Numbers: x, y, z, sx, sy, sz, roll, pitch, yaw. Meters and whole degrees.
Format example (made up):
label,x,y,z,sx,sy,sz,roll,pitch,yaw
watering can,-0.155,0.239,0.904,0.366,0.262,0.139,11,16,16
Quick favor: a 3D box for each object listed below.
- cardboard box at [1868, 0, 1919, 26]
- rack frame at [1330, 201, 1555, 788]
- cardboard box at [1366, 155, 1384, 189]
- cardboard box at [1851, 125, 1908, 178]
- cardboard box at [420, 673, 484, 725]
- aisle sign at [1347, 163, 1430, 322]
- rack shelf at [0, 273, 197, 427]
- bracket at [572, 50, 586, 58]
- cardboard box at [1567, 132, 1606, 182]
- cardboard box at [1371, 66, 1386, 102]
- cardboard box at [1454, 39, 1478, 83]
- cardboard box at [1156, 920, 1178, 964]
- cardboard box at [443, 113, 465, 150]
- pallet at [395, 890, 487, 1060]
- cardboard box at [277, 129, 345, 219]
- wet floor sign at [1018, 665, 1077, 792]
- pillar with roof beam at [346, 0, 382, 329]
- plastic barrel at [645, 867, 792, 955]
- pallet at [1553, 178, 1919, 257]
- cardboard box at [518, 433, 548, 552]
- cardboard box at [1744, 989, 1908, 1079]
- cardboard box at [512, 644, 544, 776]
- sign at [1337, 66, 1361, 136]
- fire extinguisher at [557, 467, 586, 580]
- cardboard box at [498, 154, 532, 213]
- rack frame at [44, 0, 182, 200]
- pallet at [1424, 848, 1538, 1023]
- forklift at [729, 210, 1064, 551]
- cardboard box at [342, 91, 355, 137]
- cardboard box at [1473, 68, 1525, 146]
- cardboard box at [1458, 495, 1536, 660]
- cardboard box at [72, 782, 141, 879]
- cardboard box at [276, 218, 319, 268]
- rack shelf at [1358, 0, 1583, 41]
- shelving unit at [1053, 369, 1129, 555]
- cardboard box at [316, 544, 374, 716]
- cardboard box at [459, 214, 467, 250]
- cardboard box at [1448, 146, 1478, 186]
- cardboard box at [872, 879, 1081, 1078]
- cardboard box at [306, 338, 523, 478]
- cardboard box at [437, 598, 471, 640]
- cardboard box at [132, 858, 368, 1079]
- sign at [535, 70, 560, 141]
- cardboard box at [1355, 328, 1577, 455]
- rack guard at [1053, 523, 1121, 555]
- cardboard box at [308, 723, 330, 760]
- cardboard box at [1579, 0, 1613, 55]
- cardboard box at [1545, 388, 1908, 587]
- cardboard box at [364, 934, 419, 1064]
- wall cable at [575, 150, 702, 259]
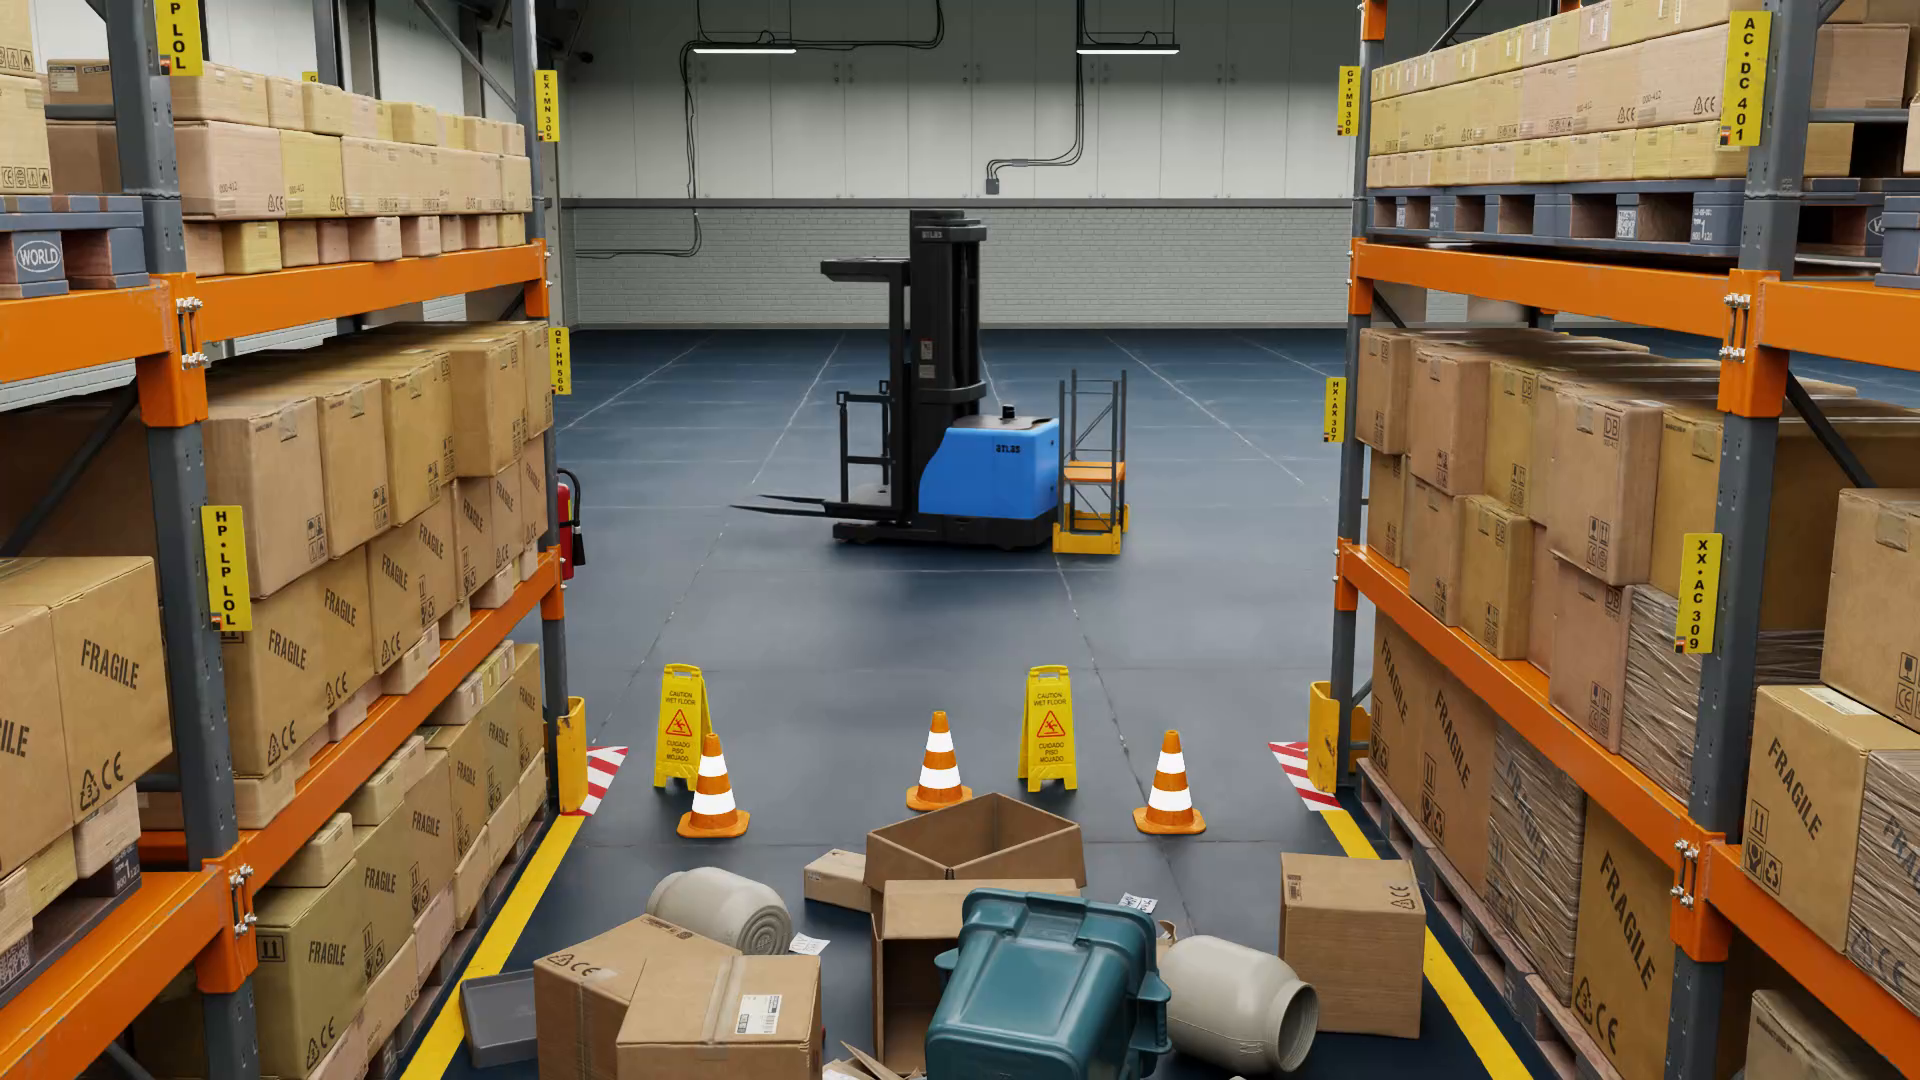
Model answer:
label,x,y,z,sx,sy,sz,roll,pitch,yaw
cardboard box,2.849,-1.513,4.749,0.380,0.149,0.250,0,11,-2
rack frame,2.440,-0.192,8.459,1.000,3.000,0.127,0,11,-1
cardboard box,2.127,-1.724,7.792,0.380,0.149,0.250,0,11,-1
cardboard box,2.848,-1.123,4.832,0.380,0.149,0.250,0,11,-1
cardboard box,-2.149,0.638,6.710,0.380,0.149,0.250,0,11,1
aisle sign,2.139,-1.478,8.264,0.394,0.787,0.004,0,11,-1
rack shelf,-2.383,-0.076,2.154,1.077,0.370,4.000,0,11,-1
bracket,-8.666,-11.093,38.053,0.076,0.066,3.189,0,11,-1
cardboard box,2.178,-1.222,5.316,0.380,0.149,0.250,0,11,-1
cardboard box,2.129,-2.116,7.721,0.380,0.149,0.250,0,11,-1
cardboard box,2.154,-1.864,6.476,0.380,0.149,0.250,0,11,-2
cardboard box,0.646,1.609,6.458,0.396,0.266,0.258,2,12,9
cardboard box,-2.260,-1.670,6.829,0.380,0.149,0.250,0,11,-1
pallet,-2.501,1.634,6.473,1.003,0.211,1.213,0,11,-1
cardboard box,-2.179,-1.089,4.969,0.500,0.250,0.500,0,11,-2
wet floor sign,0.460,0.965,8.681,0.267,0.644,0.232,-2,12,-11
pillar with roof beam,-4.424,-6.524,24.583,9.100,9.000,0.400,0,11,-1
plastic barrel,-0.950,1.516,6.523,0.512,0.421,0.421,9,15,38
pallet,2.516,-0.986,5.052,1.003,0.211,1.213,0,11,-1
cardboard box,-2.220,-0.239,7.694,0.500,0.500,0.500,0,11,-2
cardboard box,2.626,1.623,4.115,1.050,0.750,0.750,0,11,-1
cardboard box,-2.229,0.781,7.637,0.500,0.500,0.500,0,11,-1
sign,1.885,-2.128,8.061,0.100,0.325,0.005,0,11,-1
fire extinguisher,-2.048,-0.138,8.389,0.296,0.674,0.183,0,11,-1
cardboard box,-2.227,-1.593,7.451,0.500,0.250,0.500,0,11,-2
rack frame,-2.424,-2.296,3.744,1.000,3.000,0.127,0,11,-1
pallet,2.557,1.576,6.762,1.003,0.211,1.213,0,11,-1
forklift,-0.619,-1.500,15.081,3.031,2.935,1.130,4,12,19
cardboard box,-2.170,-1.363,5.316,0.380,0.149,0.250,-1,11,-3
cardboard box,2.226,-1.591,6.133,0.500,0.250,0.500,0,11,-1
cardboard box,2.465,0.135,6.473,0.875,0.550,0.500,0,11,-1
cardboard box,-2.137,0.662,3.825,0.380,0.149,0.250,0,11,0
cardboard box,-2.216,-0.917,5.122,0.380,0.149,0.250,0,11,1
rack shelf,2.481,-2.186,6.014,1.077,0.370,4.000,0,11,-1
shelving unit,1.187,-0.724,14.853,0.587,1.500,1.083,2,12,9
cardboard box,-2.188,0.261,5.229,0.500,0.500,0.500,0,11,-1
cardboard box,-2.272,-1.275,6.889,0.380,0.149,0.250,0,11,-1
cardboard box,2.153,-1.473,6.555,0.380,0.149,0.250,0,11,-2
cardboard box,0.088,1.530,5.908,0.797,0.637,0.503,0,11,-1
cardboard box,-2.162,-0.534,6.631,0.700,0.500,0.500,0,11,-2
cardboard box,-2.189,0.299,6.671,0.380,0.149,0.250,0,11,-2
cardboard box,-2.166,1.300,5.081,0.500,0.500,0.500,0,11,2
sign,-1.951,-2.053,7.865,0.100,0.325,0.005,0,11,-1
cardboard box,2.409,-0.720,7.972,0.875,0.550,0.550,0,11,-1
rack guard,1.103,-0.013,14.497,0.587,0.250,0.087,2,12,9
cardboard box,-2.203,0.601,5.187,0.380,0.149,0.250,0,11,-1
cardboard box,2.182,-1.610,5.226,0.380,0.149,0.250,0,11,0
cardboard box,2.422,-0.181,5.316,0.875,0.550,0.550,0,11,-1
cardboard box,-2.189,1.561,5.678,0.500,0.250,0.500,0,11,2
wall cable,-7.715,-7.961,39.475,3.097,2.526,0.112,0,11,-1
